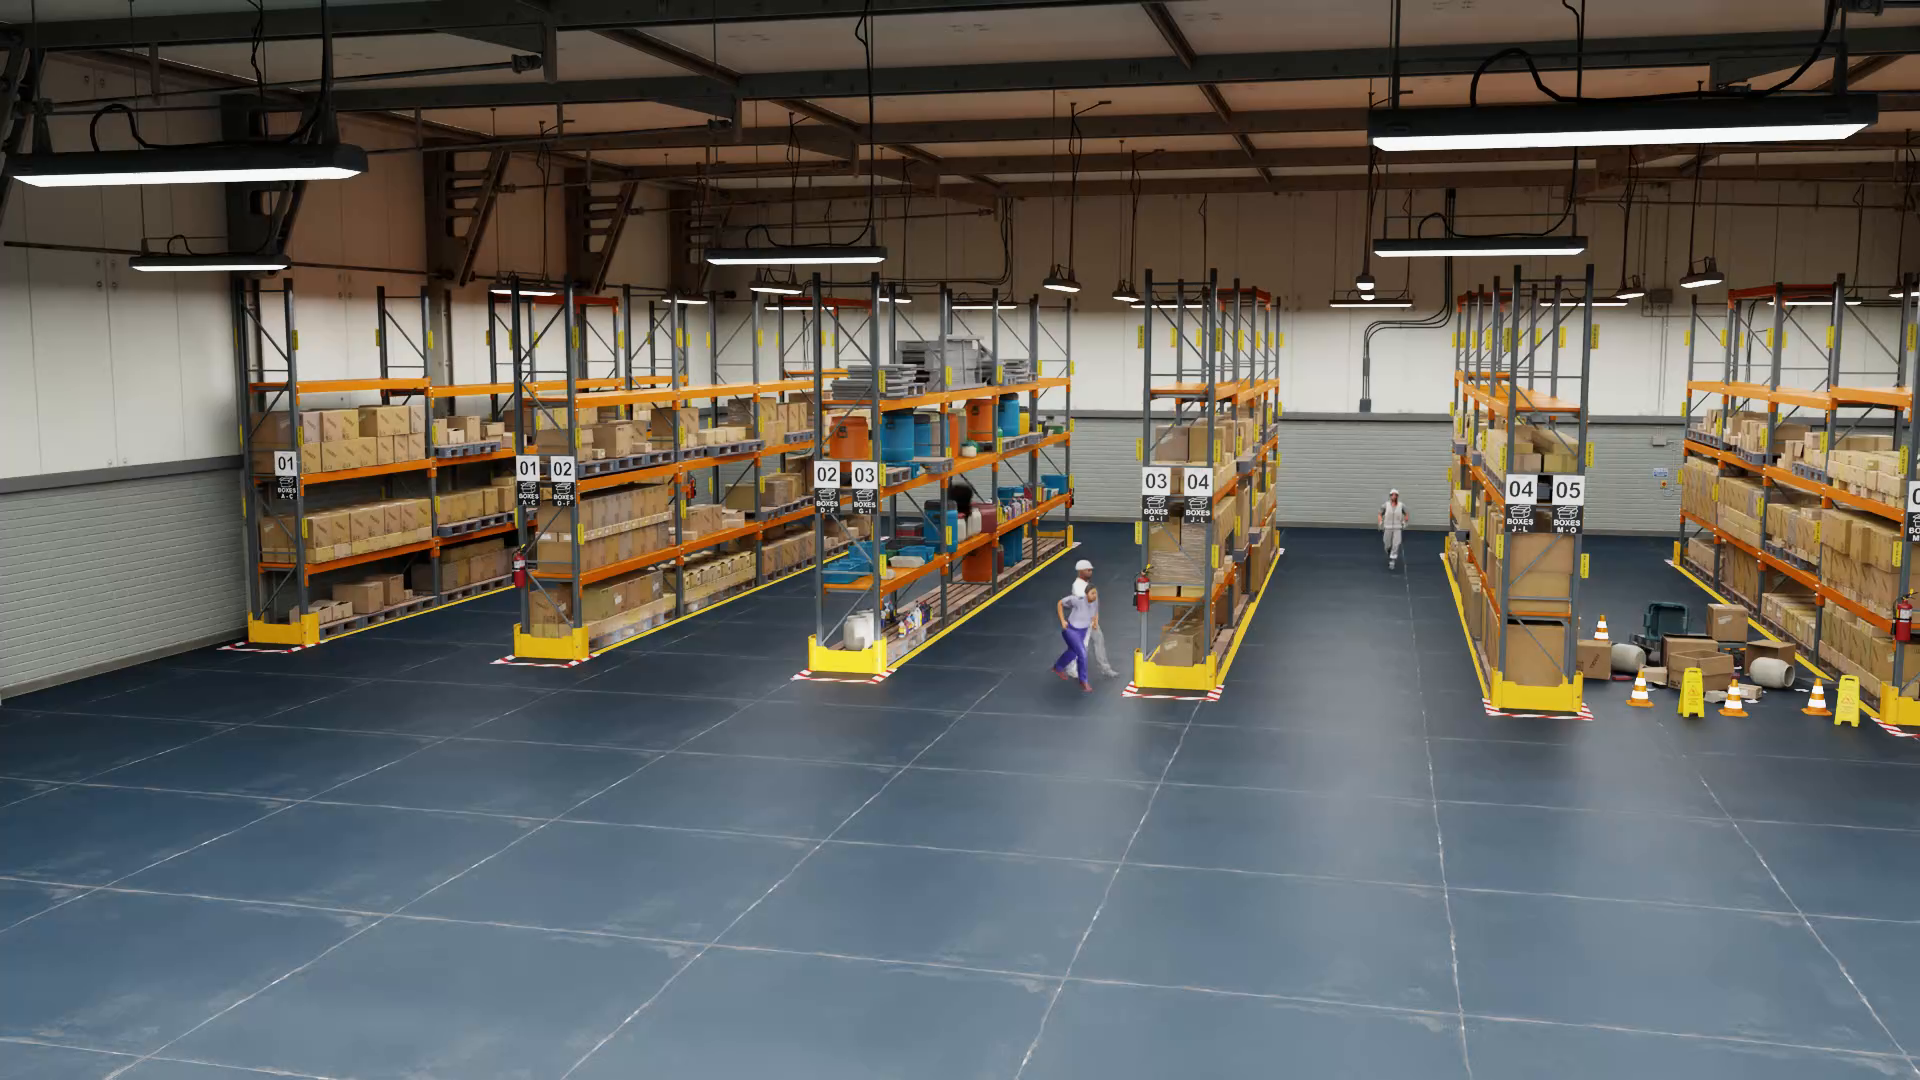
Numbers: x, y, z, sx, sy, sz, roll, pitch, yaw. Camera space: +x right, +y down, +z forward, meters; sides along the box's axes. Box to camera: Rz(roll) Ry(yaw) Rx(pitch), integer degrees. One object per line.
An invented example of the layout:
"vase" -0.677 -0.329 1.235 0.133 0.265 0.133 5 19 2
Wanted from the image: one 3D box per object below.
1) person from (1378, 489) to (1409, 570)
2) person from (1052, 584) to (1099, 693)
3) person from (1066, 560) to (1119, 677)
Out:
"person" 9.539 -0.245 36.599 0.668 1.750 0.722 2 7 14
"person" 1.627 1.388 24.020 0.649 1.612 0.959 -5 9 -36
"person" 1.981 1.171 24.750 0.805 1.736 0.638 2 7 16
